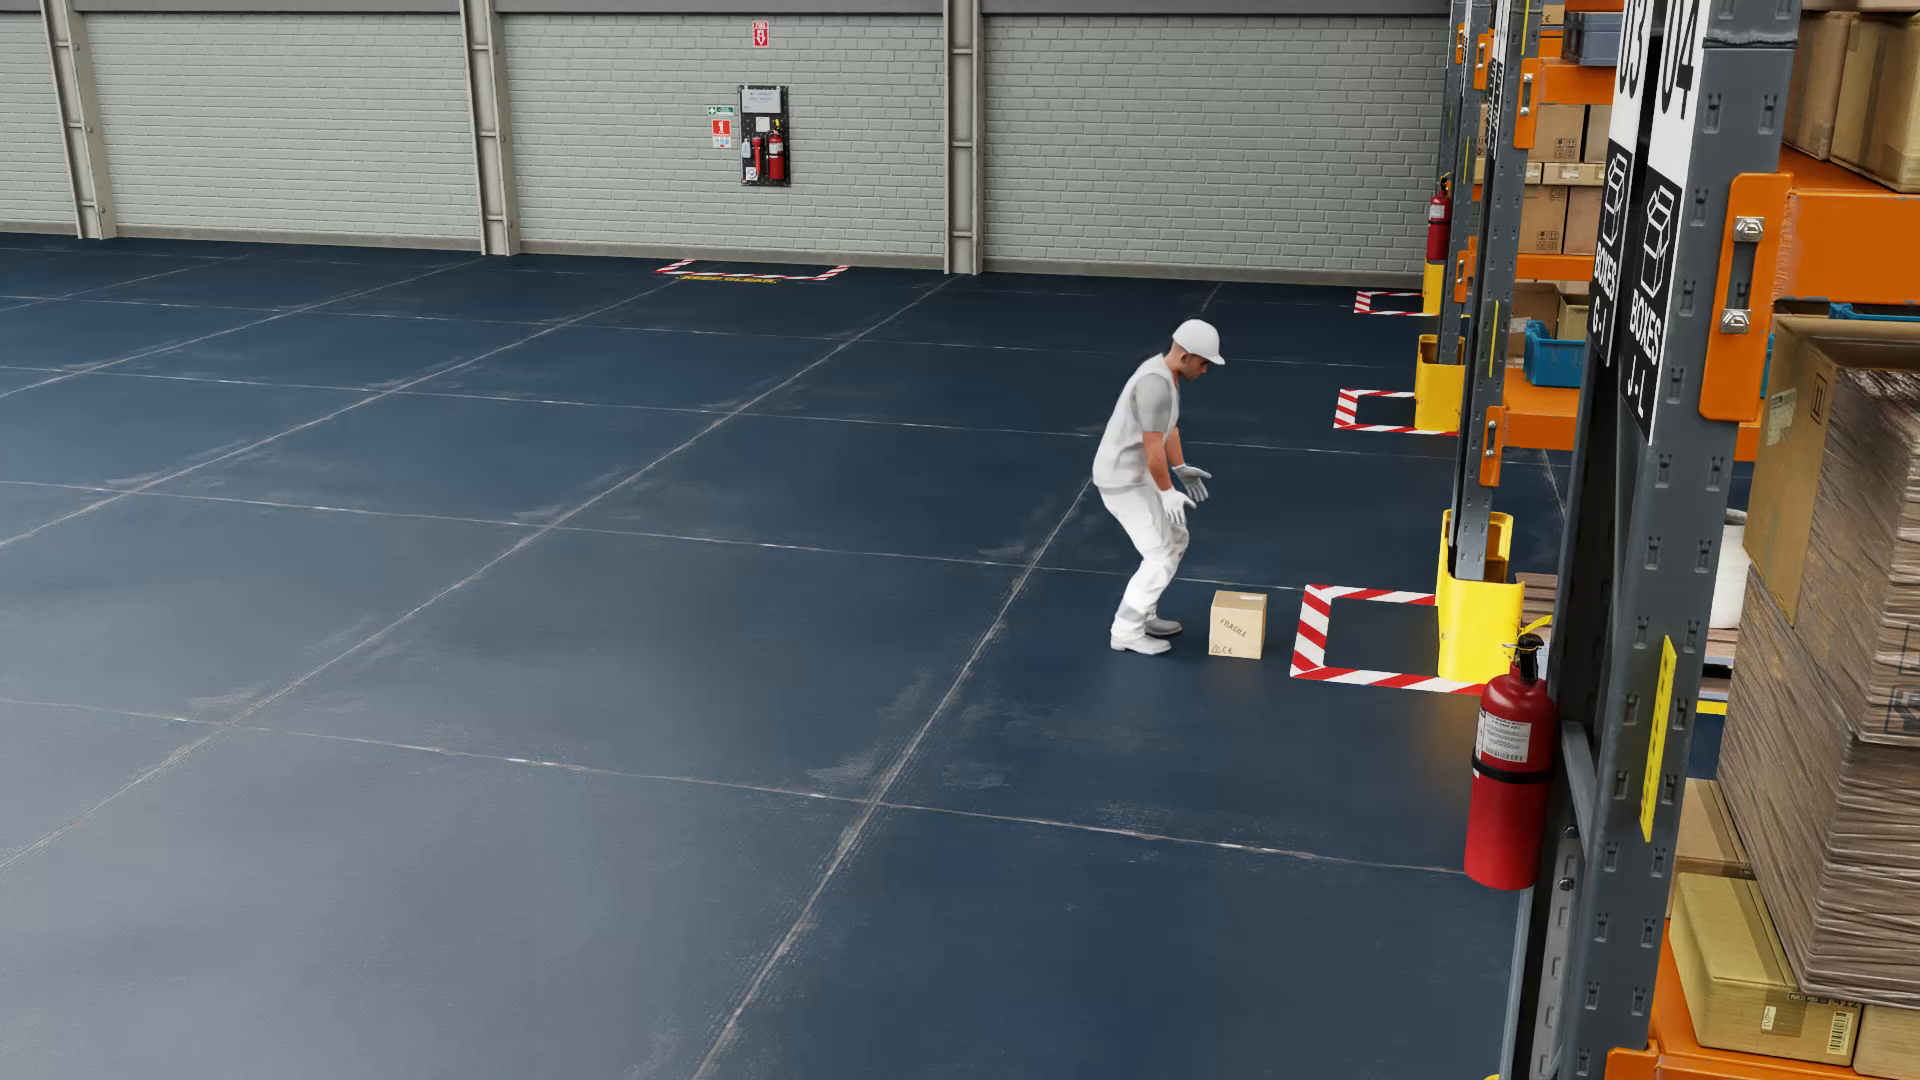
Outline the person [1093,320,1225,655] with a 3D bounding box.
[{"bbox_3d":[0.961,-0.277,8.132,0.602,1.627,0.568,5,19,14],"label":"person"}]
